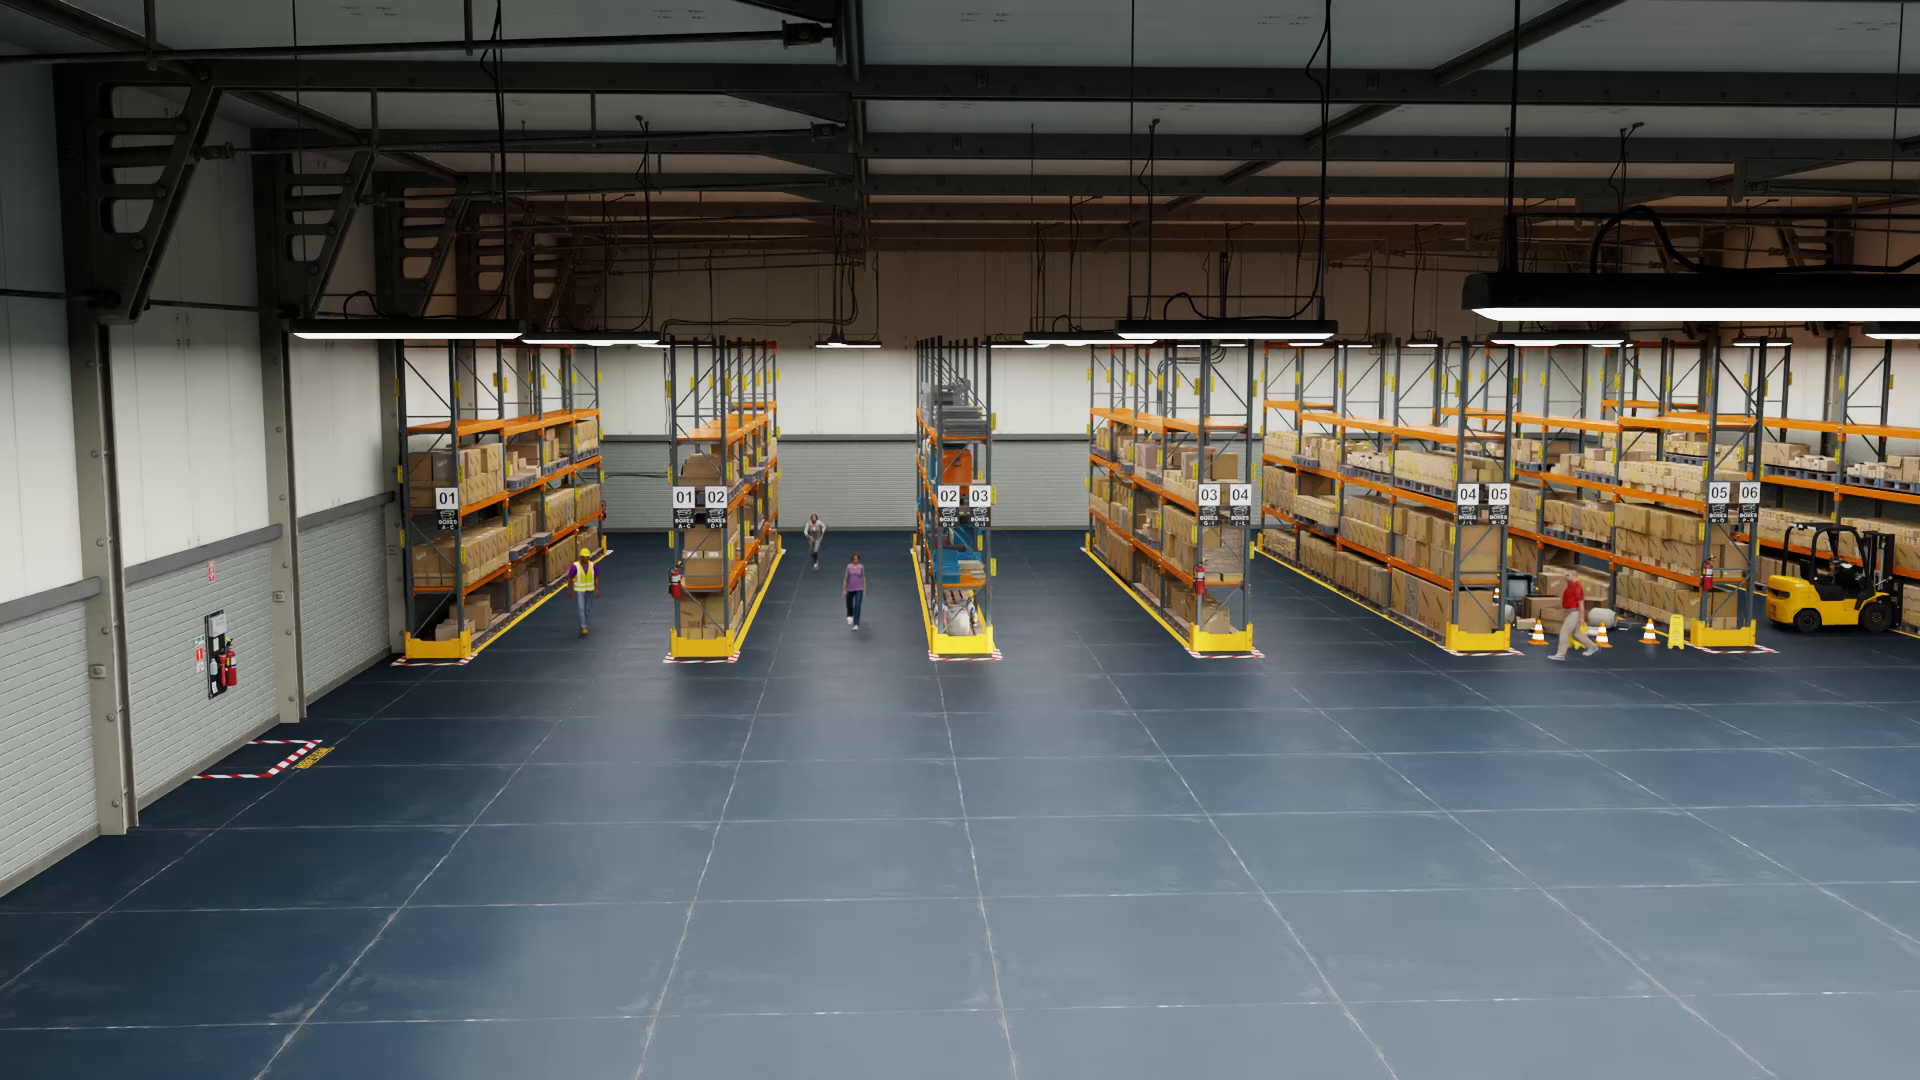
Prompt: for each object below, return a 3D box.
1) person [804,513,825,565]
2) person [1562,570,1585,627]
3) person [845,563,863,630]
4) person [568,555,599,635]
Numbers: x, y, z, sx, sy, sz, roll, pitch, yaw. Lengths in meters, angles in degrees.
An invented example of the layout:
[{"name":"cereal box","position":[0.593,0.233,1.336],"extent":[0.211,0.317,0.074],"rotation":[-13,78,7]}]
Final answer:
[{"name":"person","position":[-3.778,-0.012,43.328],"extent":[0.519,1.414,0.786],"rotation":[1,7,7]},{"name":"person","position":[11.335,1.064,30.730],"extent":[0.284,1.035,0.539],"rotation":[0,6,-1]},{"name":"person","position":[-2.178,1.155,34.286],"extent":[0.373,1.345,0.791],"rotation":[0,6,1]},{"name":"person","position":[-7.588,1.040,33.672],"extent":[0.591,1.667,1.033],"rotation":[-5,8,-36]}]
